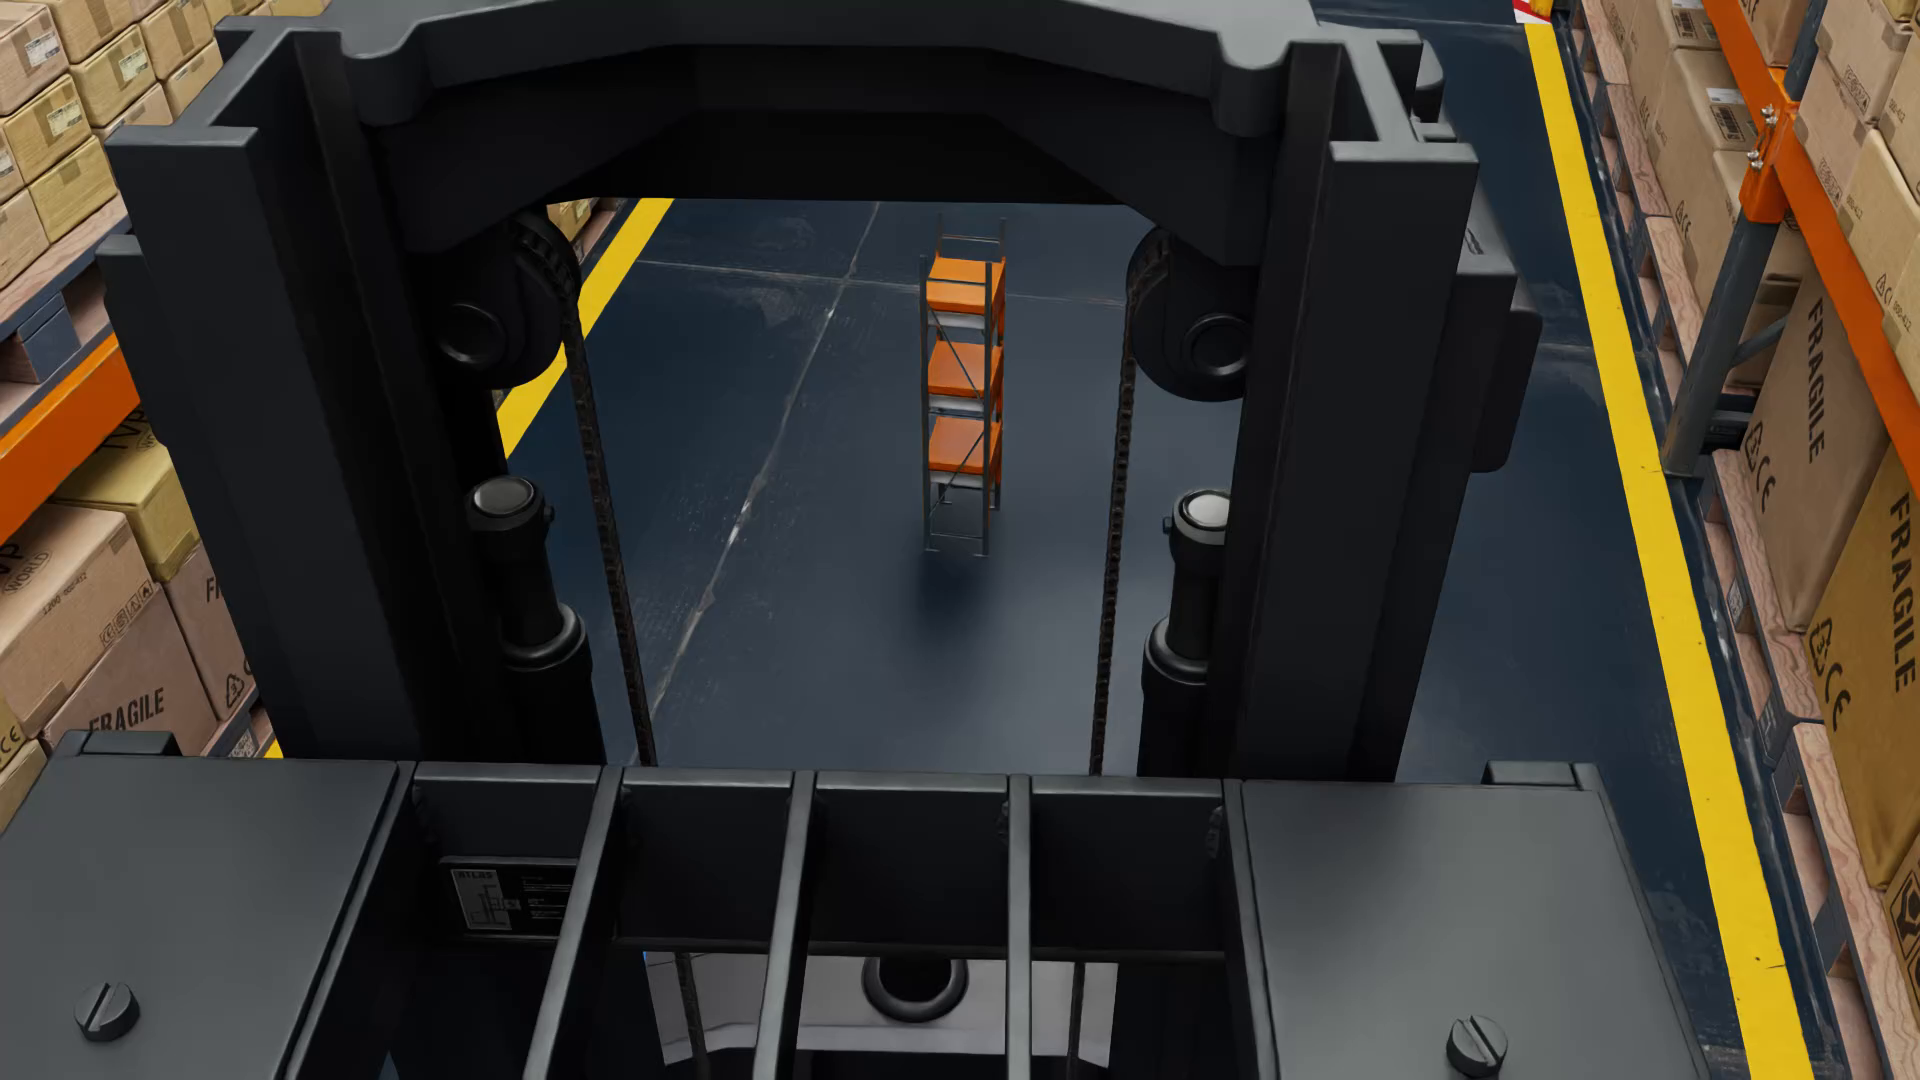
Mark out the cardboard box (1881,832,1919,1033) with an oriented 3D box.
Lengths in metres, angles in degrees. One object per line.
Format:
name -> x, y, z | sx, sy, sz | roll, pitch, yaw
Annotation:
cardboard box -> 2.500, 0.834, 3.225 | 0.875, 0.875, 0.875 | 7, 40, 8

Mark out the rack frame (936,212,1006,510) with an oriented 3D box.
rack frame -> 0.030, -0.515, 5.049 | 0.200, 1.050, 0.008 | 6, 40, 8

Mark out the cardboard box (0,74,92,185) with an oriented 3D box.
cardboard box -> -2.160, -0.913, 3.634 | 0.380, 0.149, 0.250 | 7, 40, 8

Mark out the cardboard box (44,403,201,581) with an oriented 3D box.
cardboard box -> -2.120, -0.170, 4.145 | 0.500, 0.250, 0.500 | 5, 40, 6

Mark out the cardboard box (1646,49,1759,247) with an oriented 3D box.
cardboard box -> 3.201, -1.468, 6.353 | 0.875, 0.438, 0.875 | 5, 40, 6

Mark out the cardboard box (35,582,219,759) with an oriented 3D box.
cardboard box -> -2.211, 0.425, 4.014 | 0.500, 0.500, 0.500 | 5, 40, 7

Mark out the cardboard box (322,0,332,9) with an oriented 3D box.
cardboard box -> -1.935, -1.626, 4.730 | 0.380, 0.149, 0.250 | 6, 40, 7

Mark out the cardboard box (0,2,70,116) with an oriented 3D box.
cardboard box -> -2.164, -1.035, 3.549 | 0.380, 0.149, 0.250 | 5, 40, 6

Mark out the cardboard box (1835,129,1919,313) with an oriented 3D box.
cardboard box -> 2.408, -0.720, 3.885 | 0.500, 0.250, 0.500 | 5, 40, 7

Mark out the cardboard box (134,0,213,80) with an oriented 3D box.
cardboard box -> -2.068, -1.247, 4.039 | 0.380, 0.149, 0.250 | 5, 40, 6

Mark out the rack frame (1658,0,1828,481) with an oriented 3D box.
rack frame -> 2.832, -1.350, 4.529 | 1.000, 3.000, 0.127 | 6, 40, 8

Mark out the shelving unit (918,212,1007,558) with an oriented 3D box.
shelving unit -> 0.009, -0.438, 4.956 | 0.215, 1.050, 0.252 | 6, 40, 8

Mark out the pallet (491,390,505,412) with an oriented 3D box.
pallet -> -2.194, -0.269, 5.409 | 1.003, 0.211, 1.213 | 6, 40, 8

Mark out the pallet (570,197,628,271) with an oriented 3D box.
pallet -> -1.979, -1.183, 6.515 | 1.003, 0.211, 1.213 | 6, 40, 8

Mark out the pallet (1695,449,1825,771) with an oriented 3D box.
pallet -> 2.773, 0.217, 4.821 | 1.003, 0.211, 1.213 | 6, 40, 8

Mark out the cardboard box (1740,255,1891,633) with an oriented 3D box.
cardboard box -> 2.804, -0.295, 4.590 | 0.875, 0.875, 0.875 | 8, 40, 9

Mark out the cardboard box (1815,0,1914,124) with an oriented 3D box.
cardboard box -> 2.478, -1.240, 4.121 | 0.500, 0.250, 0.500 | 5, 40, 6

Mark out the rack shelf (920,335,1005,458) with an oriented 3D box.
rack shelf -> 0.009, -0.430, 4.963 | 0.215, 0.259, 0.240 | 6, 40, 8

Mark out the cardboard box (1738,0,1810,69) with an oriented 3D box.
cardboard box -> 2.661, -1.708, 4.883 | 0.500, 0.500, 0.500 | 7, 40, 8

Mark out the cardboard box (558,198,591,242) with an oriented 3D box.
cardboard box -> -1.635, -1.255, 6.322 | 0.380, 0.149, 0.250 | 8, 40, 9

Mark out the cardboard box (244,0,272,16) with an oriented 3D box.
cardboard box -> -2.024, -1.307, 4.344 | 0.380, 0.149, 0.250 | 6, 40, 8

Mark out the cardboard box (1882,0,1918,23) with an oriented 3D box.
cardboard box -> 2.473, -1.529, 3.882 | 0.500, 0.500, 0.500 | 7, 40, 8

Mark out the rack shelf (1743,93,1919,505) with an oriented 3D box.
rack shelf -> 2.486, 0.183, 3.240 | 1.077, 0.370, 4.000 | 6, 40, 8

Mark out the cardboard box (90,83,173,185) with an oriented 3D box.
cardboard box -> -2.110, -0.974, 3.942 | 0.380, 0.149, 0.250 | 5, 40, 6

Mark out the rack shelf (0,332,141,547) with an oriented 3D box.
rack shelf -> -2.407, -0.300, 3.823 | 1.077, 0.370, 4.000 | 6, 40, 8

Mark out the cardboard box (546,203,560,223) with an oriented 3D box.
cardboard box -> -1.683, -1.202, 6.024 | 0.380, 0.149, 0.250 | 8, 40, 10

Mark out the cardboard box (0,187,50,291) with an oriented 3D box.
cardboard box -> -2.203, -0.641, 3.539 | 0.380, 0.149, 0.250 | 5, 40, 6

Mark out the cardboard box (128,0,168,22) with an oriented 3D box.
cardboard box -> -2.075, -1.358, 3.939 | 0.380, 0.149, 0.250 | 6, 40, 8

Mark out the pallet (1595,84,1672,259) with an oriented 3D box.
pallet -> 3.250, -1.512, 6.913 | 1.003, 0.211, 1.213 | 6, 40, 8

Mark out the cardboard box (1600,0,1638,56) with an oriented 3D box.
cardboard box -> 3.509, -2.609, 7.733 | 0.875, 0.438, 0.875 | 5, 40, 6

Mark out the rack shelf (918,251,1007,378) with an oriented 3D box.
rack shelf -> 0.009, -0.649, 4.782 | 0.215, 0.259, 0.240 | 6, 40, 8

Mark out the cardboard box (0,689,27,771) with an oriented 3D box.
cardboard box -> -2.307, 0.466, 3.376 | 0.500, 0.250, 0.500 | 6, 40, 7
